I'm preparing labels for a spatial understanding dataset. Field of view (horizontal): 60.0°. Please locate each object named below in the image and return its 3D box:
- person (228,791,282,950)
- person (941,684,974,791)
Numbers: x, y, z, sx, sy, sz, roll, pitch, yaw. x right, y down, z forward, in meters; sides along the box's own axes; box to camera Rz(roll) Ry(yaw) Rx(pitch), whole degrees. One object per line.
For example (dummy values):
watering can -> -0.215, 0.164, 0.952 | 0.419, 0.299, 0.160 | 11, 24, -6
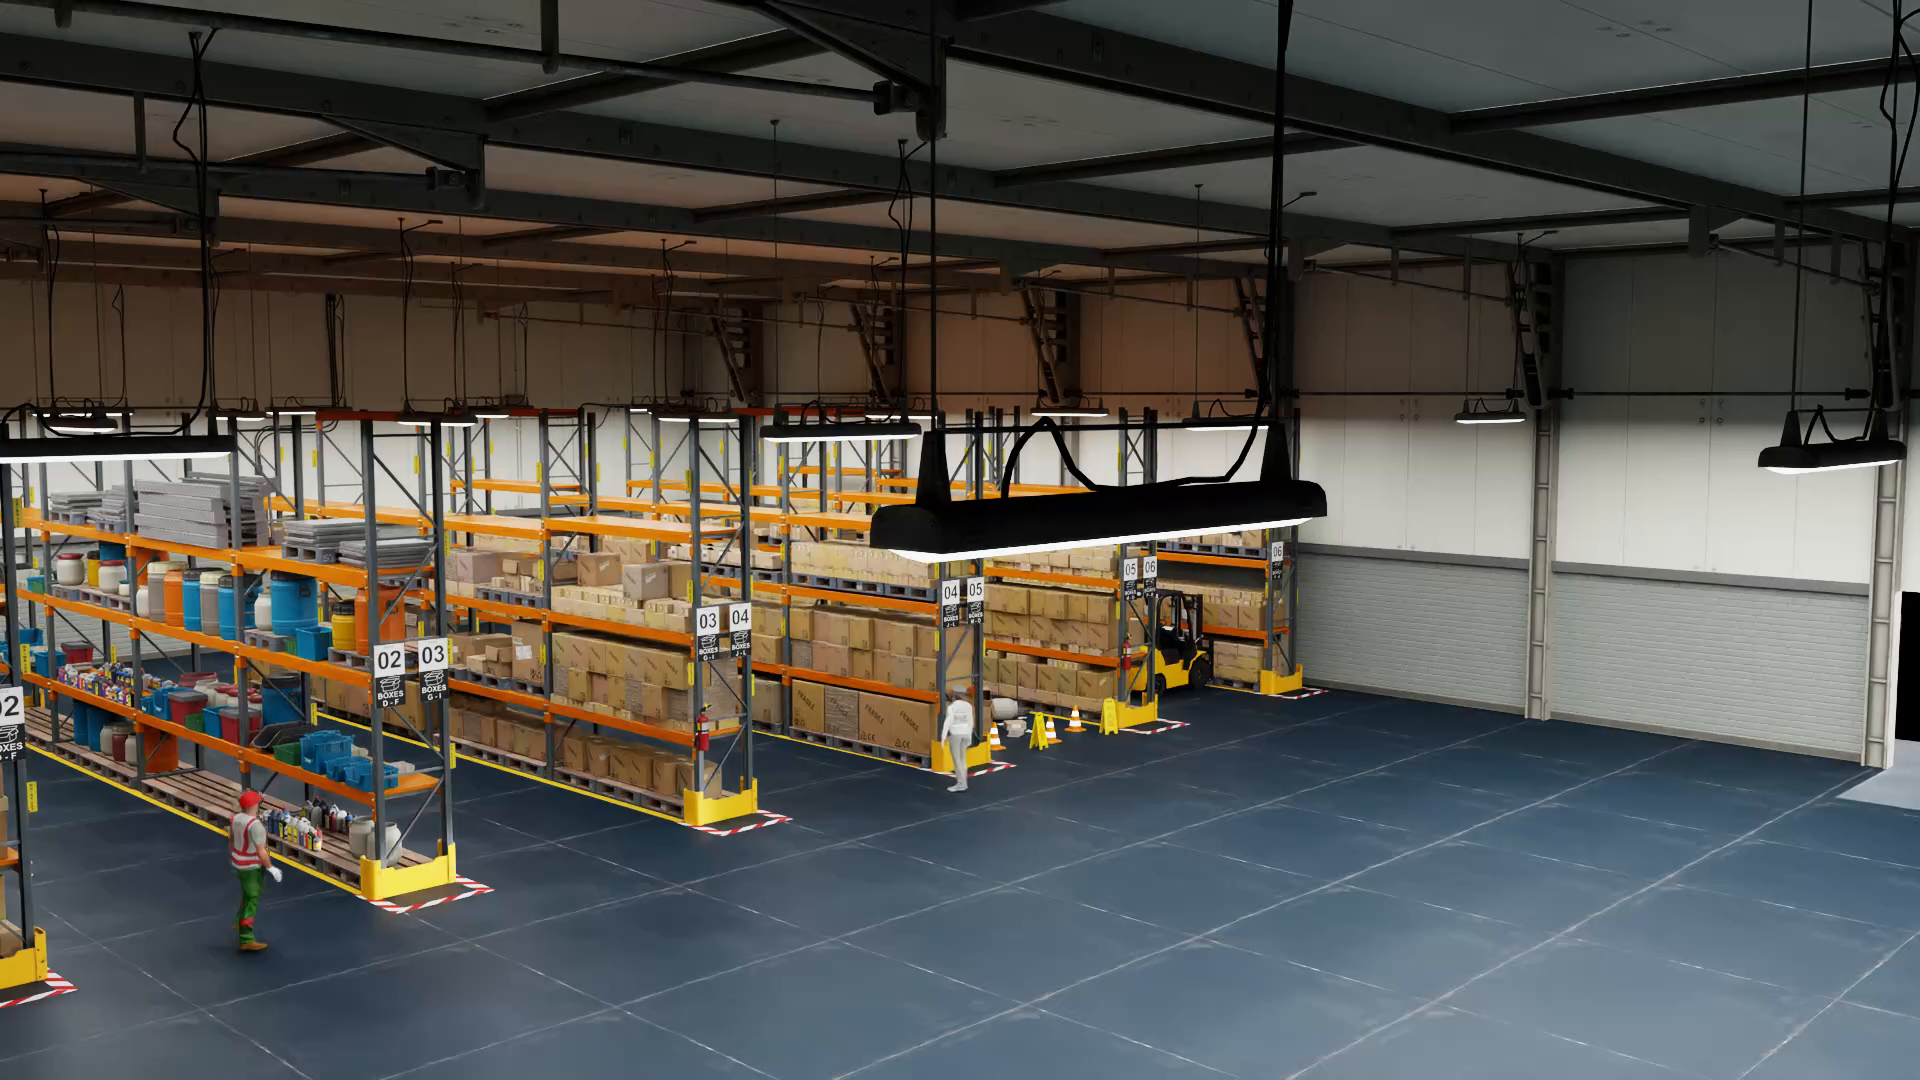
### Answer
person -> -8.093, 3.747, 19.081 | 0.468, 1.789, 0.685 | -4, 6, -37
person -> -0.036, 3.161, 26.465 | 0.567, 1.711, 0.394 | -4, 6, -35
